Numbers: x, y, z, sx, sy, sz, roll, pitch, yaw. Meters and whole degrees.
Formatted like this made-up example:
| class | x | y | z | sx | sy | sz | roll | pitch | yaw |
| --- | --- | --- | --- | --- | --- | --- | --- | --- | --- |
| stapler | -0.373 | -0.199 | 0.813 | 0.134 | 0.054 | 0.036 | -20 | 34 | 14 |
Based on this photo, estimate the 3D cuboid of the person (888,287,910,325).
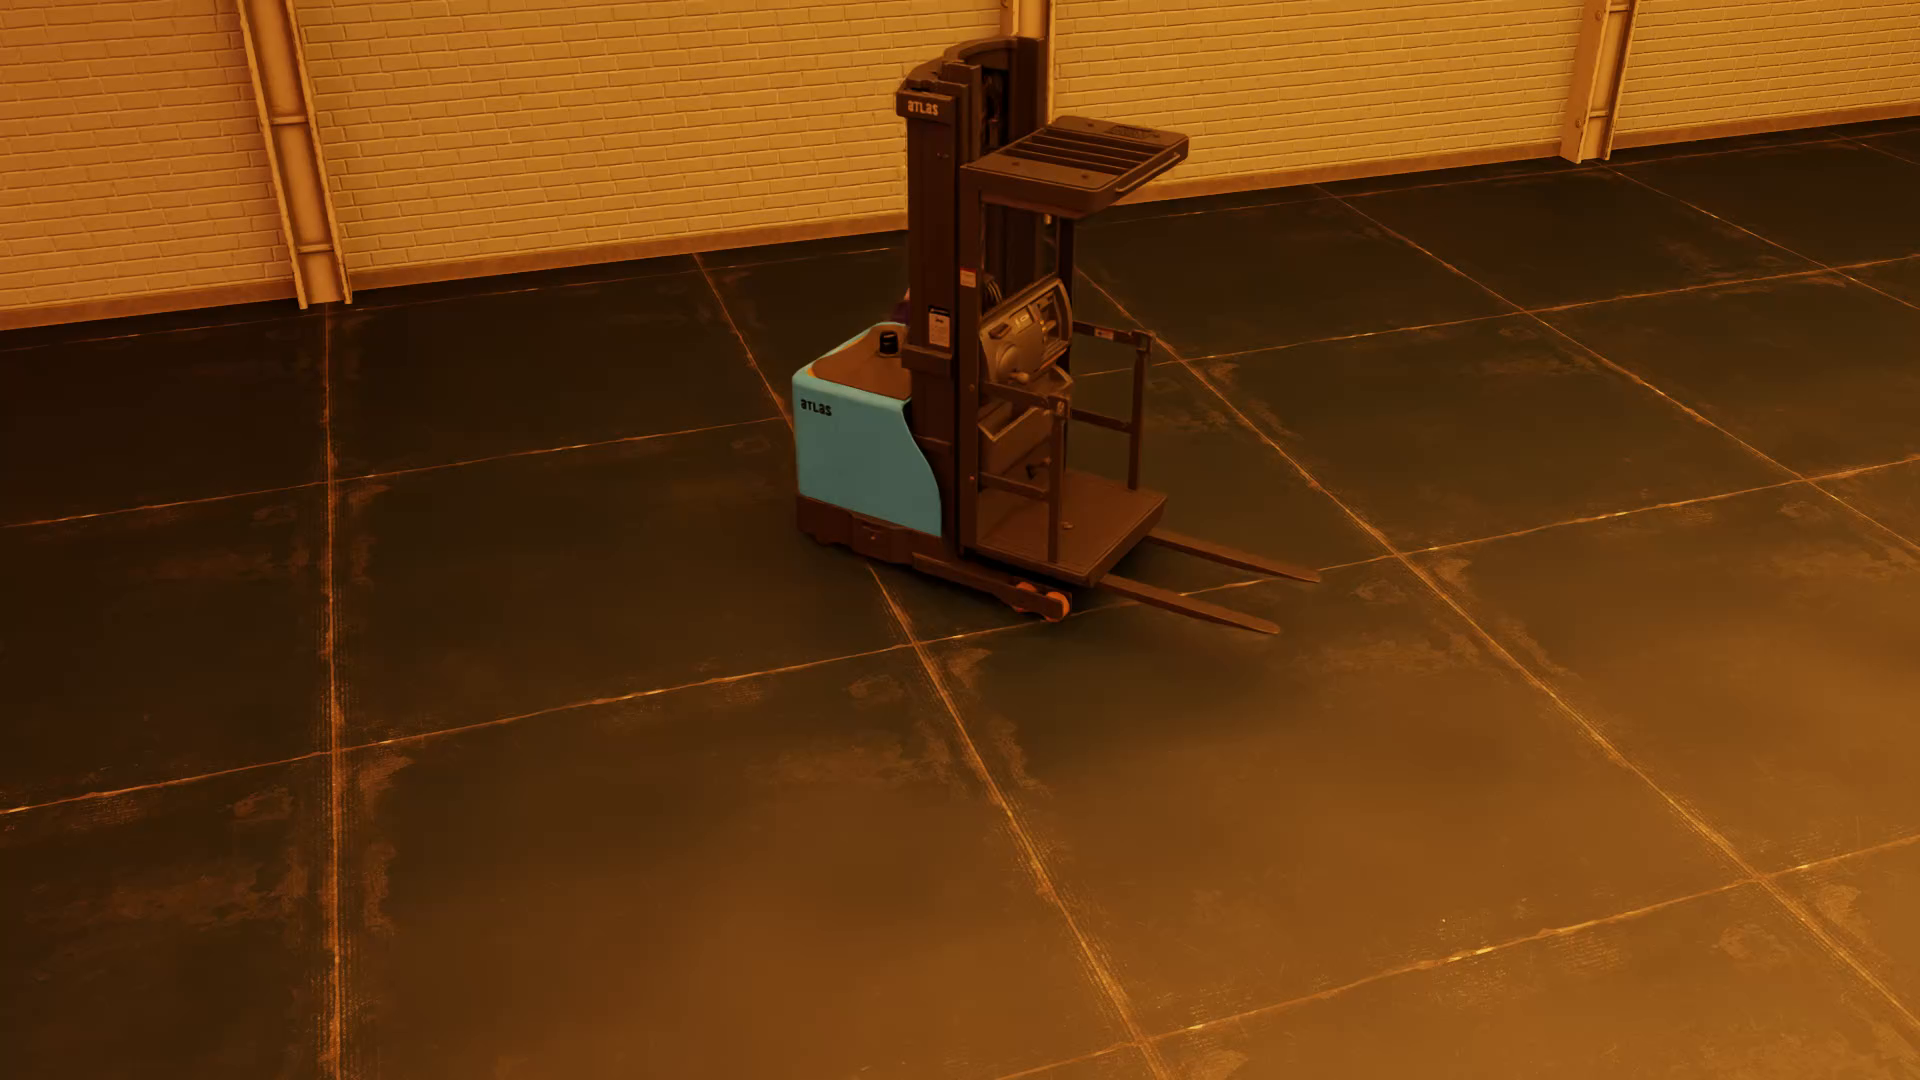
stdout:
| class | x | y | z | sx | sy | sz | roll | pitch | yaw |
| --- | --- | --- | --- | --- | --- | --- | --- | --- | --- |
| person | 0.006 | -1.438 | 11.097 | 0.910 | 1.406 | 0.918 | -13 | 32 | -22 |

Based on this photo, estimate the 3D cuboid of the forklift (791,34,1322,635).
| class | x | y | z | sx | sy | sz | roll | pitch | yaw |
| --- | --- | --- | --- | --- | --- | --- | --- | --- | --- |
| forklift | 0.541 | -1.118 | 9.030 | 3.031 | 2.935 | 1.130 | 17 | 34 | 27 |
